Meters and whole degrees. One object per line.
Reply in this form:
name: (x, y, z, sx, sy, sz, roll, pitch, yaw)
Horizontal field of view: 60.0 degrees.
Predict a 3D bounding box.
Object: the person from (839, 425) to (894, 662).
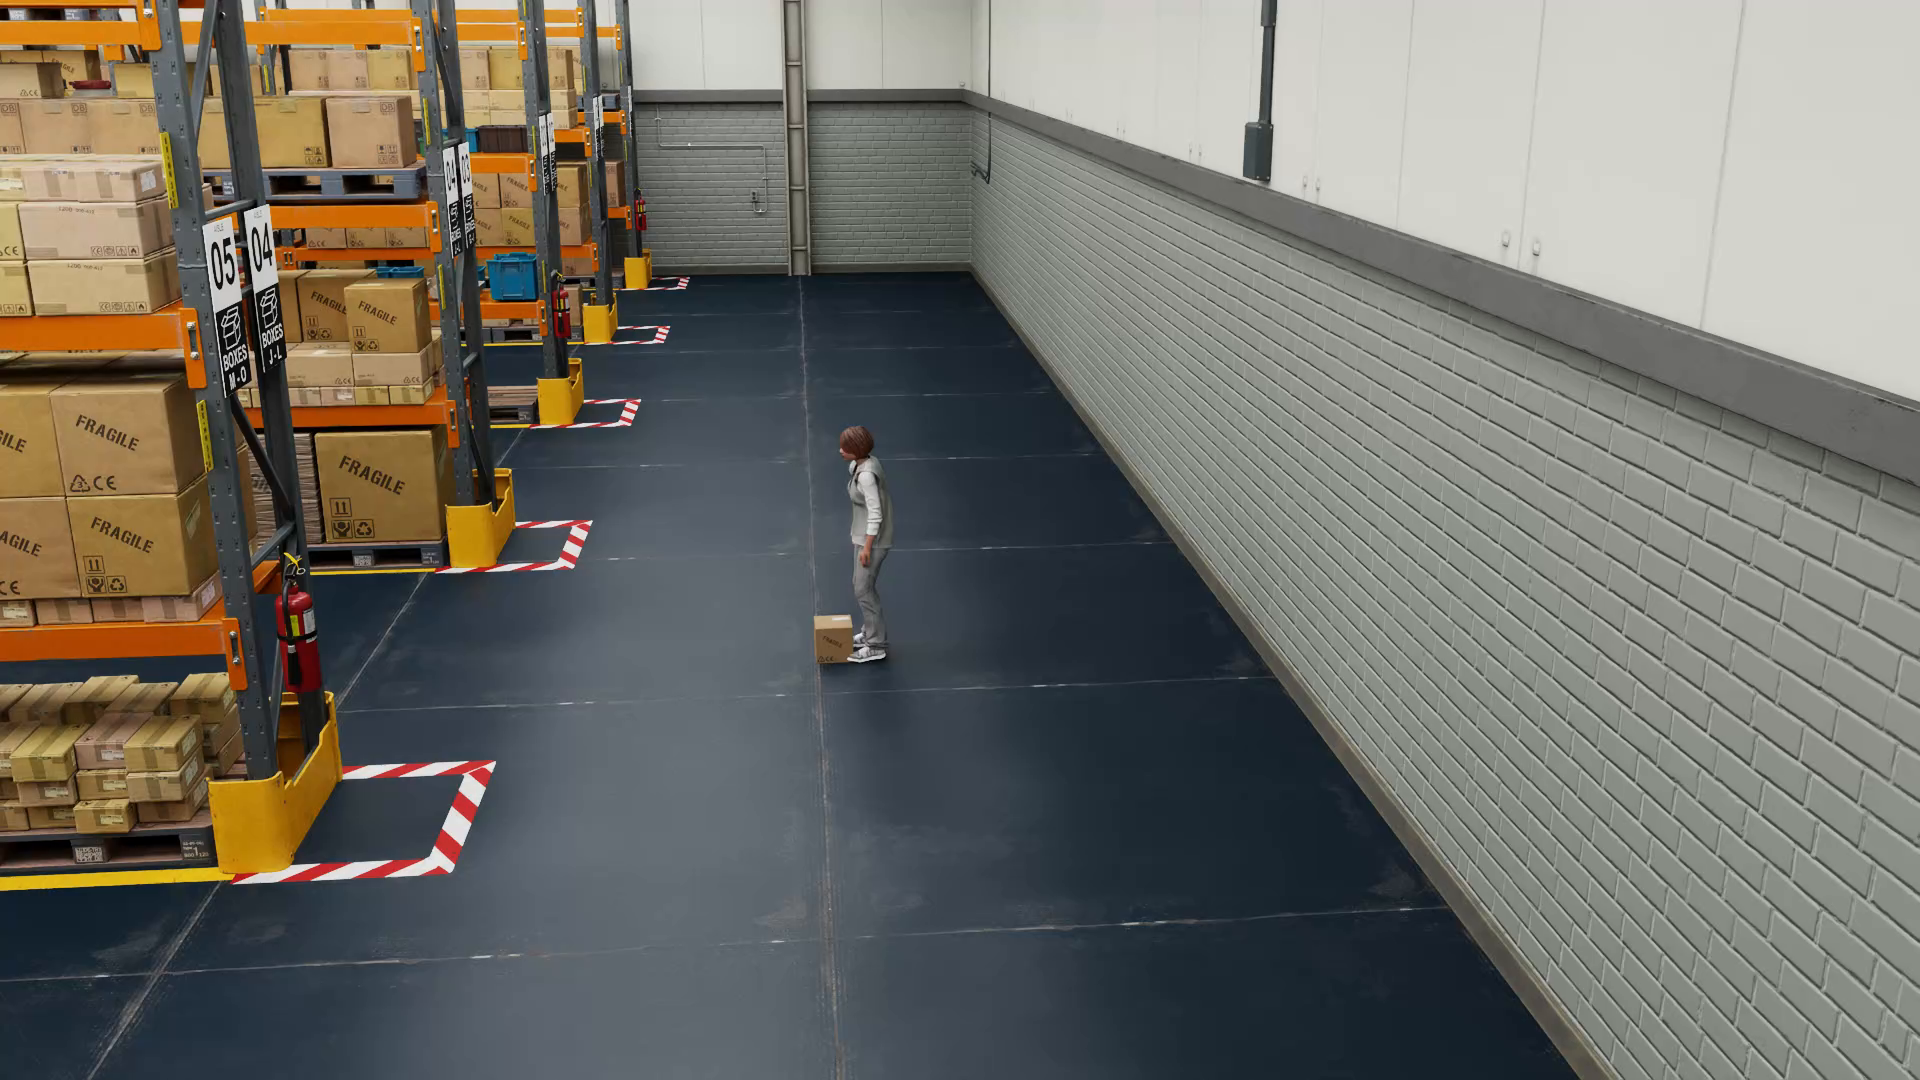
person: (-0.616, 0.013, 11.018, 0.349, 1.593, 0.467, -3, 17, -9)
